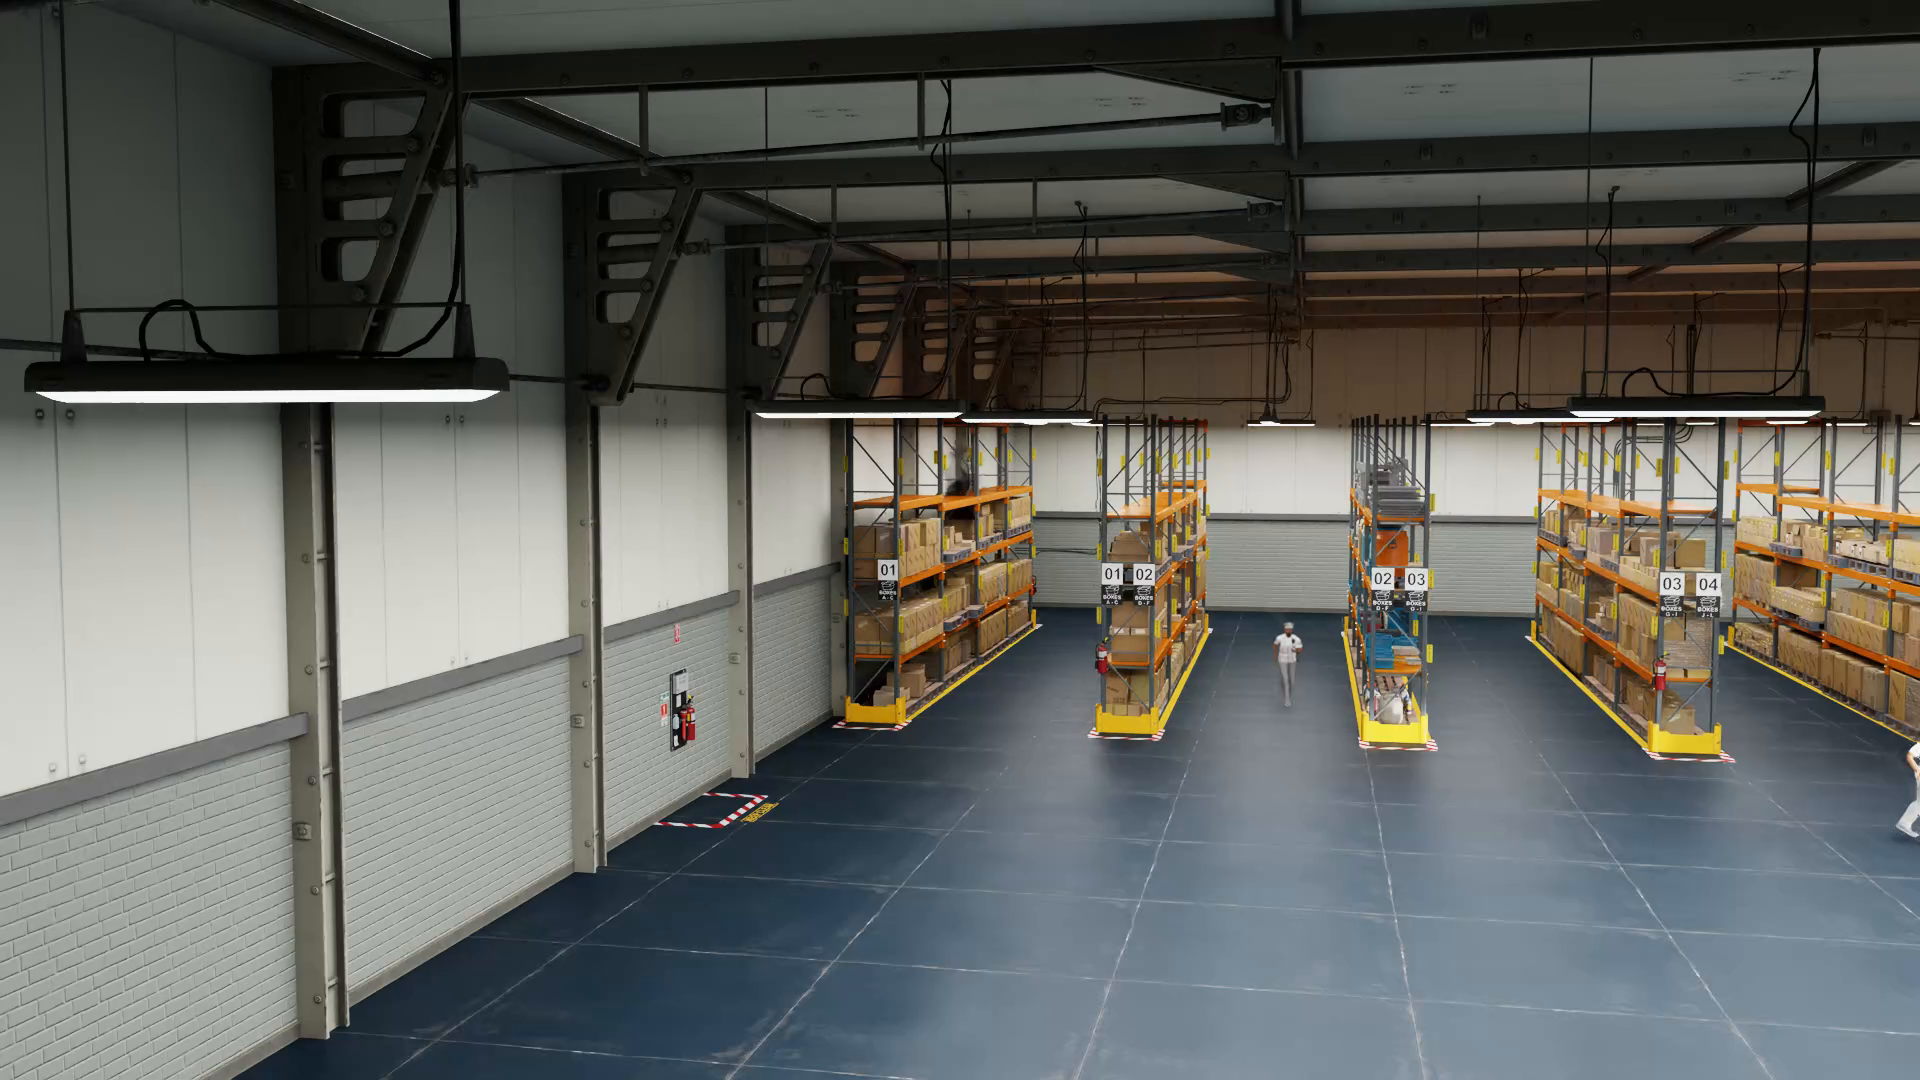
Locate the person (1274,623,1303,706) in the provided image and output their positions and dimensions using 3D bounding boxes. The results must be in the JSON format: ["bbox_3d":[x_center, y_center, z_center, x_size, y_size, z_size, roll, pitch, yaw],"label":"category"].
[{"bbox_3d":[6.833,2.547,34.611,0.567,1.697,0.933,0,4,6],"label":"person"}]

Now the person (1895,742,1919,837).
[{"bbox_3d":[13.382,3.364,22.973,0.748,1.729,0.579,3,5,35],"label":"person"}]
